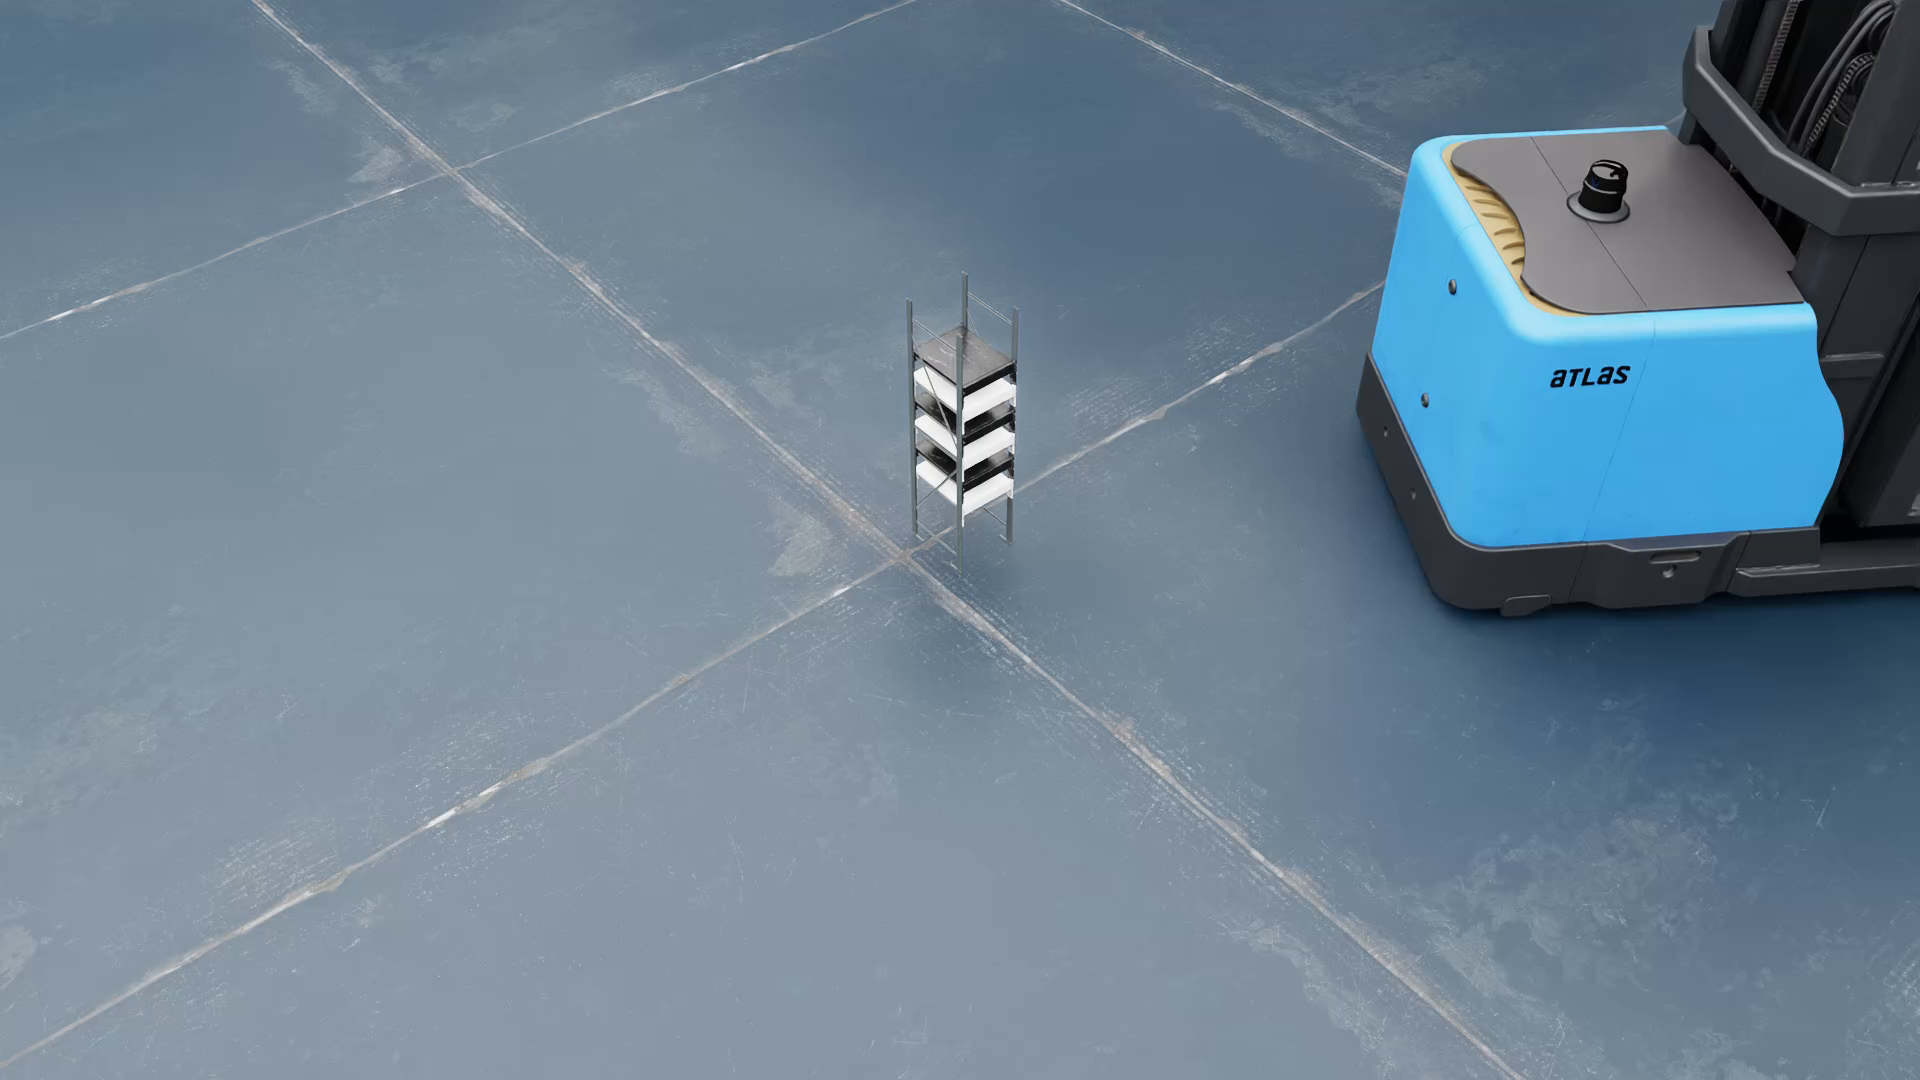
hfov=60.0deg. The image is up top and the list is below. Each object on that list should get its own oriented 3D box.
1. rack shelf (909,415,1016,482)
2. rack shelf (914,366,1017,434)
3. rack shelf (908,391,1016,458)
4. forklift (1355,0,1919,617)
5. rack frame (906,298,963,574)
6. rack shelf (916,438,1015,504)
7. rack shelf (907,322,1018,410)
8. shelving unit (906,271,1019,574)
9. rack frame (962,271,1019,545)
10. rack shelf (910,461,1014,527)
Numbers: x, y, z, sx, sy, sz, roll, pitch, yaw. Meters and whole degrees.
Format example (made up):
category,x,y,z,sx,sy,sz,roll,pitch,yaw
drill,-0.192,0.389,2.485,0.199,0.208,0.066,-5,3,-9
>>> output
category,x,y,z,sx,sy,sz,roll,pitch,yaw
rack shelf,0.006,-0.307,4.969,0.200,0.077,0.258,-30,51,-28
rack shelf,0.006,-0.438,4.845,0.200,0.077,0.258,-30,51,-28
rack shelf,0.006,-0.373,4.907,0.200,0.077,0.258,-30,51,-28
forklift,2.884,-1.260,4.451,3.031,2.935,1.130,-4,43,-4
rack frame,-0.072,-0.287,4.898,0.006,0.900,0.240,-30,51,-28
rack shelf,0.006,-0.242,5.030,0.200,0.077,0.258,-30,51,-28
rack shelf,0.006,-0.504,4.784,0.200,0.077,0.258,-30,51,-28
shelving unit,0.006,-0.332,4.946,0.210,0.900,0.258,-30,51,-28
rack frame,0.084,-0.376,4.993,0.006,0.900,0.240,-30,51,-28
rack shelf,0.006,-0.176,5.092,0.200,0.077,0.258,-30,51,-28
